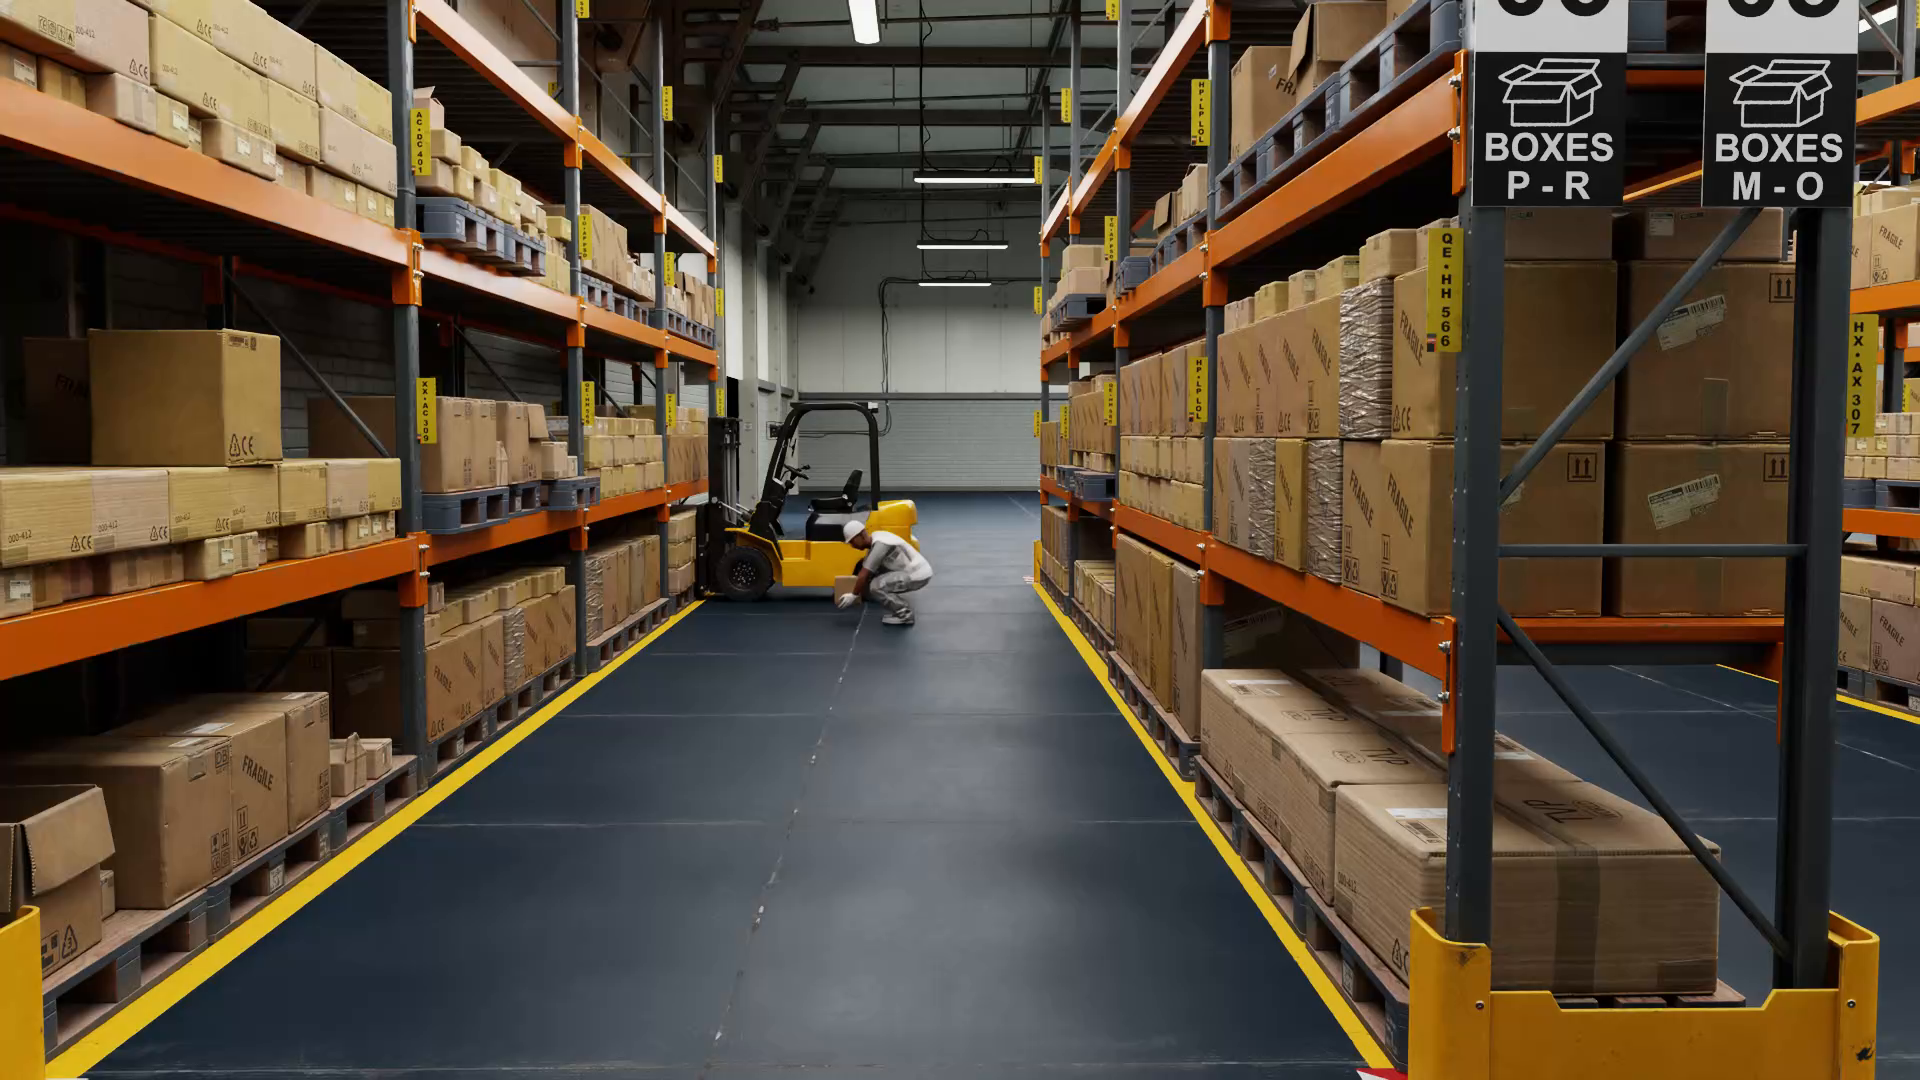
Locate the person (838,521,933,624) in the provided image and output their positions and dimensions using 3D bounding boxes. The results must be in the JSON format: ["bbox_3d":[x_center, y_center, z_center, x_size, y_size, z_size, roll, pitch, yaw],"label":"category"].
[{"bbox_3d":[-0.716,0.309,15.923,0.914,0.993,0.577,0,4,-1],"label":"person"}]
